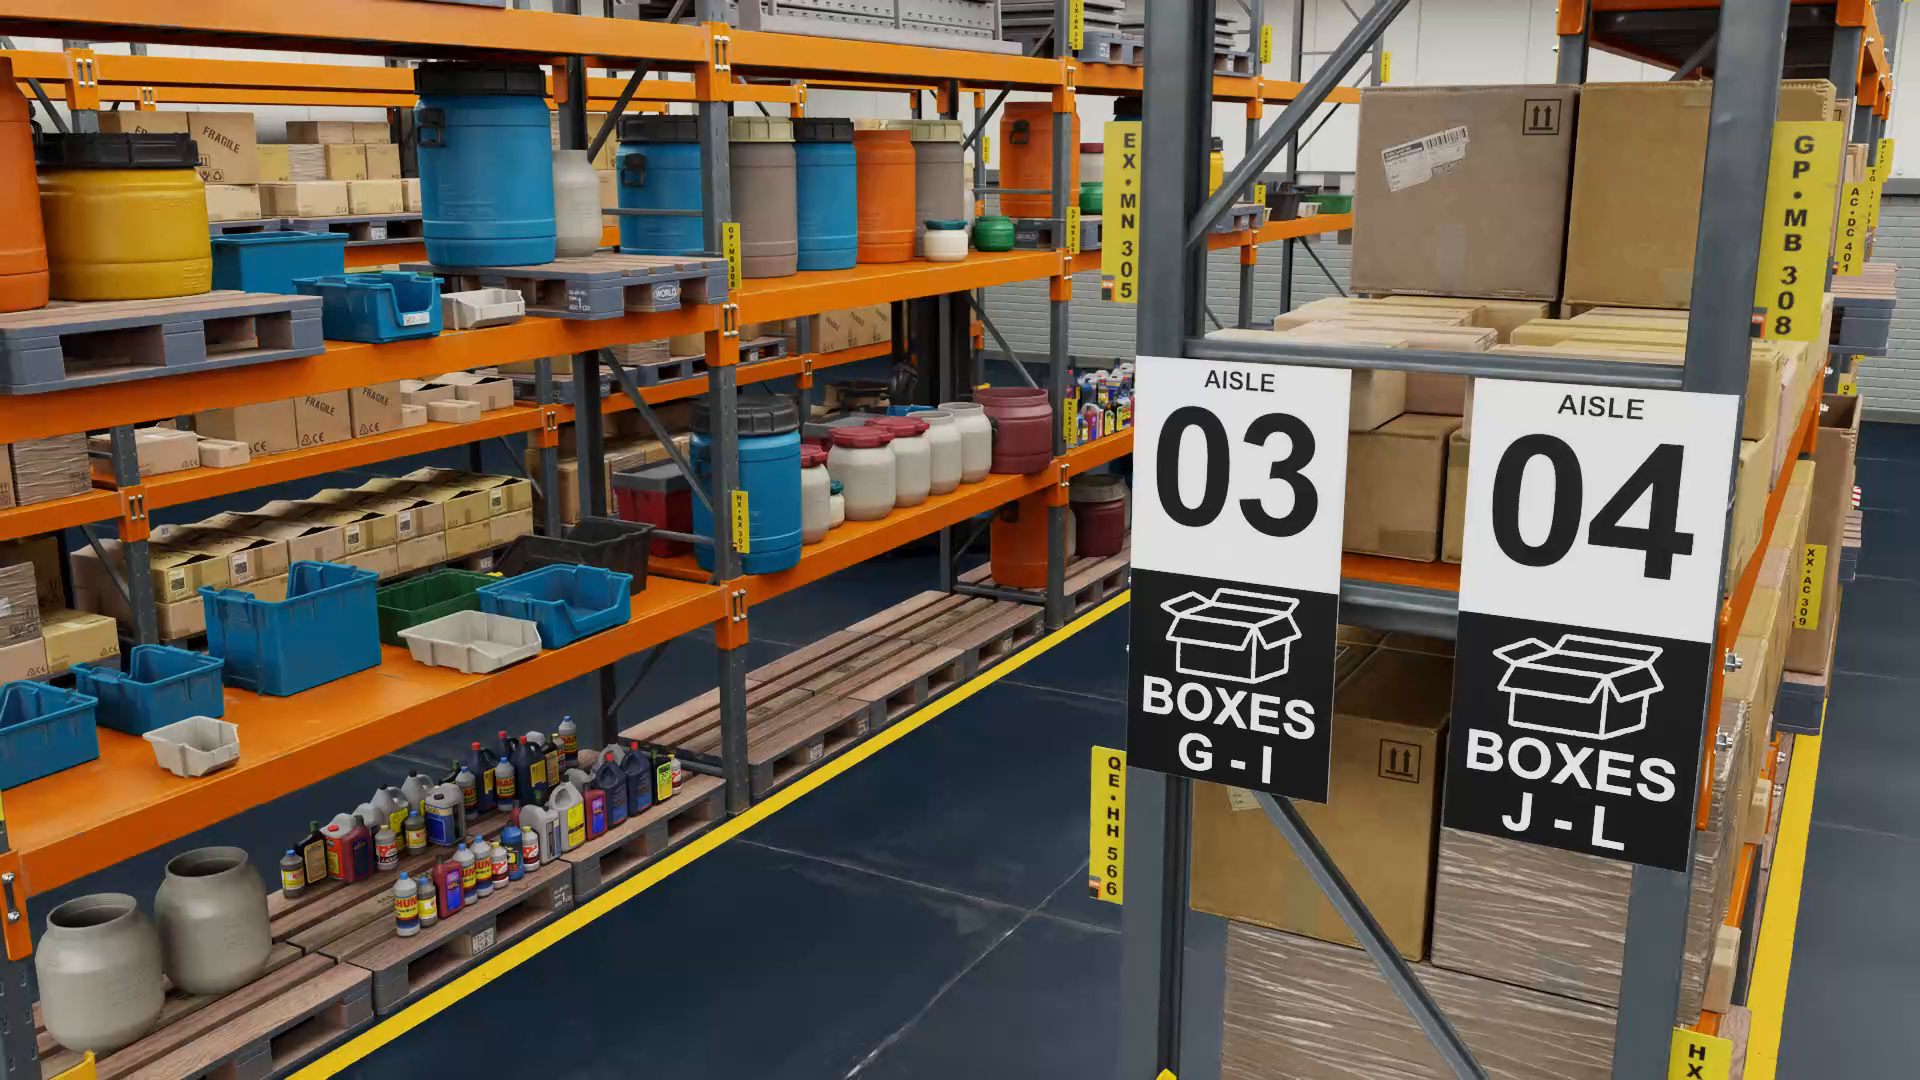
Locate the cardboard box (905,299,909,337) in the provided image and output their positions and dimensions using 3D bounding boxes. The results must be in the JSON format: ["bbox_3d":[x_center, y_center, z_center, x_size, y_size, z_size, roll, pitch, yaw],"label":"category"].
[{"bbox_3d":[-0.867,-2.663,19.681,0.500,0.500,0.500,7,15,27],"label":"cardboard box"}]

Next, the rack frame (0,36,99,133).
[{"bbox_3d":[-5.953,-3.503,10.580,1.000,3.000,0.127,7,15,28],"label":"rack frame"}]

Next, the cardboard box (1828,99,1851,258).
[{"bbox_3d":[2.723,-1.237,5.665,0.500,0.500,0.500,7,15,26],"label":"cardboard box"}]

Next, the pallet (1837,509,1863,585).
[{"bbox_3d":[4.400,-0.033,9.394,1.213,0.211,1.003,7,15,28],"label":"pallet"}]

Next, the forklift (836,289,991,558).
[{"bbox_3d":[-0.693,-1.394,14.777,3.031,2.935,1.130,-3,14,-14],"label":"forklift"}]

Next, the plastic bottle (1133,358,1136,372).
[{"bbox_3d":[1.634,-1.555,15.549,0.061,0.283,0.133,7,15,28],"label":"plastic bottle"}]

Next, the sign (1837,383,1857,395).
[{"bbox_3d":[5.131,-0.749,9.655,0.100,0.325,0.005,7,15,28],"label":"sign"}]

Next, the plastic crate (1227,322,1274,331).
[{"bbox_3d":[2.900,-1.881,16.388,0.402,0.464,0.583,7,15,28],"label":"plastic crate"}]

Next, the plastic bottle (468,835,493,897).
[{"bbox_3d":[-2.189,1.481,7.590,0.097,0.271,0.097,0,14,0],"label":"plastic bottle"}]

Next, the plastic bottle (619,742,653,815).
[{"bbox_3d":[-1.677,1.214,8.527,0.144,0.351,0.185,7,15,27],"label":"plastic bottle"}]

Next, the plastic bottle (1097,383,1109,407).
[{"bbox_3d":[1.250,-1.270,14.540,0.097,0.201,0.097,0,14,0],"label":"plastic bottle"}]

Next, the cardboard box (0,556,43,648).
[{"bbox_3d":[-6.237,0.403,10.551,0.500,0.500,0.500,7,15,28],"label":"cardboard box"}]

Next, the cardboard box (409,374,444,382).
[{"bbox_3d":[-6.624,-1.799,20.004,0.750,0.750,0.750,8,15,29],"label":"cardboard box"}]

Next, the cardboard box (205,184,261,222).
[{"bbox_3d":[-5.383,-2.414,11.888,0.500,0.250,0.500,6,15,23],"label":"cardboard box"}]

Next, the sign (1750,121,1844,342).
[{"bbox_3d":[1.259,-0.465,2.511,0.100,0.325,0.005,7,15,28],"label":"sign"}]

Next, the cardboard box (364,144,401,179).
[{"bbox_3d":[-6.945,-4.341,19.304,0.700,0.500,0.500,6,15,25],"label":"cardboard box"}]

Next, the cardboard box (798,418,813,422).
[{"bbox_3d":[-1.693,-1.196,18.610,0.500,0.311,0.500,7,15,28],"label":"cardboard box"}]

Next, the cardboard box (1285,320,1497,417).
[{"bbox_3d":[0.873,-0.354,3.389,0.380,0.149,0.250,7,15,26],"label":"cardboard box"}]

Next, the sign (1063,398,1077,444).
[{"bbox_3d":[0.800,-0.864,12.084,0.100,0.325,0.005,7,15,28],"label":"sign"}]

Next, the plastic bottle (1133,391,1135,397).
[{"bbox_3d":[1.446,-1.093,13.656,0.097,0.271,0.097,0,14,0],"label":"plastic bottle"}]

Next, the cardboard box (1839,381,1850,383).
[{"bbox_3d":[6.352,-0.926,12.477,0.500,0.500,0.500,8,16,30],"label":"cardboard box"}]

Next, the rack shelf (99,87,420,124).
[{"bbox_3d":[-7.390,-4.750,18.142,1.077,0.370,4.000,7,15,28],"label":"rack shelf"}]

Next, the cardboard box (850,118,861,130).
[{"bbox_3d":[-1.518,-4.411,18.401,0.700,0.500,0.500,7,15,28],"label":"cardboard box"}]

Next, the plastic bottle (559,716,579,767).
[{"bbox_3d":[-2.156,1.104,9.155,0.097,0.271,0.097,0,14,0],"label":"plastic bottle"}]

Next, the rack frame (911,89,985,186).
[{"bbox_3d":[-0.152,-5.965,20.792,1.000,3.000,0.127,7,15,28],"label":"rack frame"}]

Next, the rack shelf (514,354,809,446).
[{"bbox_3d":[-3.052,-1.468,16.473,1.077,0.370,4.000,7,15,28],"label":"rack shelf"}]

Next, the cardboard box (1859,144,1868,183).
[{"bbox_3d":[4.401,-1.801,8.642,0.500,0.500,0.500,7,15,28],"label":"cardboard box"}]

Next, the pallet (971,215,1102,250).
[{"bbox_3d":[0.771,-2.358,12.632,1.003,0.211,1.213,7,15,28],"label":"pallet"}]

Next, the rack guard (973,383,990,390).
[{"bbox_3d":[-0.188,-1.818,21.723,1.175,0.500,0.348,7,15,28],"label":"rack guard"}]

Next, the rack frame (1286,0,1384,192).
[{"bbox_3d":[4.183,-5.403,18.461,1.000,3.000,0.127,7,15,28],"label":"rack frame"}]

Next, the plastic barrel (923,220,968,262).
[{"bbox_3d":[-0.095,-1.949,10.829,0.301,0.262,0.301,0,14,0],"label":"plastic barrel"}]

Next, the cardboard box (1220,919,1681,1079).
[{"bbox_3d":[1.074,1.054,3.629,0.875,0.500,0.500,7,15,28],"label":"cardboard box"}]

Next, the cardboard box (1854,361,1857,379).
[{"bbox_3d":[8.025,-1.659,15.417,0.500,0.250,0.500,7,15,26],"label":"cardboard box"}]

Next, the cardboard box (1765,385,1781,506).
[{"bbox_3d":[1.487,-0.204,3.617,0.500,0.250,0.500,7,15,27],"label":"cardboard box"}]

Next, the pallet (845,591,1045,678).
[{"bbox_3d":[-0.093,0.665,12.042,1.003,0.211,1.213,7,15,28],"label":"pallet"}]

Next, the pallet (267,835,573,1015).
[{"bbox_3d":[-2.568,1.715,7.685,1.003,0.211,1.213,7,15,28],"label":"pallet"}]

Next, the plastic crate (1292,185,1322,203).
[{"bbox_3d":[3.753,-3.834,18.631,0.497,0.269,0.590,7,15,28],"label":"plastic crate"}]

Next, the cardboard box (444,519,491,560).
[{"bbox_3d":[-4.306,-0.033,13.958,0.500,0.250,0.500,7,15,27],"label":"cardboard box"}]

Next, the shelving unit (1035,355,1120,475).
[{"bbox_3d":[1.128,-0.961,16.035,0.538,1.500,1.048,6,15,22],"label":"shelving unit"}]

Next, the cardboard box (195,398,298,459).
[{"bbox_3d":[-5.312,-0.899,12.366,0.500,0.500,0.500,9,16,32],"label":"cardboard box"}]

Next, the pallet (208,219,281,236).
[{"bbox_3d":[-5.538,-2.134,11.711,0.805,0.209,1.217,7,15,26],"label":"pallet"}]

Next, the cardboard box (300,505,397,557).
[{"bbox_3d":[-4.793,-0.099,13.034,0.500,0.311,0.500,8,16,30],"label":"cardboard box"}]

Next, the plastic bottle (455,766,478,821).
[{"bbox_3d":[-2.501,1.280,8.425,0.097,0.271,0.097,0,14,0],"label":"plastic bottle"}]

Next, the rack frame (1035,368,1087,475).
[{"bbox_3d":[0.934,-0.851,15.578,0.500,1.500,0.032,6,15,22],"label":"rack frame"}]

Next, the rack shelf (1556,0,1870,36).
[{"bbox_3d":[1.751,-1.618,4.304,1.077,0.370,4.000,7,15,28],"label":"rack shelf"}]

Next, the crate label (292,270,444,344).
[{"bbox_3d":[-2.358,-0.937,6.652,0.502,0.251,0.408,7,15,28],"label":"crate label"}]

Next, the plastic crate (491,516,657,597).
[{"bbox_3d":[-1.983,0.099,8.574,0.767,0.338,0.504,7,15,28],"label":"plastic crate"}]

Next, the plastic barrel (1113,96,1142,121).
[{"bbox_3d":[1.558,-3.205,13.776,0.600,0.901,0.708,7,15,28],"label":"plastic barrel"}]

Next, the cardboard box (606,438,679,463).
[{"bbox_3d":[-3.054,-0.677,16.054,0.500,0.500,0.500,7,15,27],"label":"cardboard box"}]

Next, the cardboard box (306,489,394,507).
[{"bbox_3d":[-5.024,-0.260,13.703,0.500,0.311,0.500,7,15,27],"label":"cardboard box"}]

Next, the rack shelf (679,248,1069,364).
[{"bbox_3d":[-0.652,-1.543,10.387,1.077,0.370,4.000,7,15,28],"label":"rack shelf"}]

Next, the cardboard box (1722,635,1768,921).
[{"bbox_3d":[1.536,0.494,3.819,0.500,0.500,0.500,7,15,28],"label":"cardboard box"}]

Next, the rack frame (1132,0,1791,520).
[{"bbox_3d":[0.784,-1.559,2.517,1.000,3.000,0.127,7,15,28],"label":"rack frame"}]

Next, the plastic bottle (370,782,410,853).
[{"bbox_3d":[-2.759,1.332,8.038,0.144,0.351,0.185,8,16,30],"label":"plastic bottle"}]

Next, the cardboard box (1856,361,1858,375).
[{"bbox_3d":[8.635,-1.693,16.408,0.380,0.149,0.250,8,16,29],"label":"cardboard box"}]

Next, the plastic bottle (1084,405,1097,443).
[{"bbox_3d":[1.006,-0.903,12.844,0.061,0.283,0.133,7,15,28],"label":"plastic bottle"}]

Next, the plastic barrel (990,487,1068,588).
[{"bbox_3d":[0.537,-0.097,12.986,0.600,0.830,0.708,7,15,28],"label":"plastic barrel"}]

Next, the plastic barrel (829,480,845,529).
[{"bbox_3d":[-0.844,-0.212,10.023,0.301,0.262,0.301,0,14,0],"label":"plastic barrel"}]
